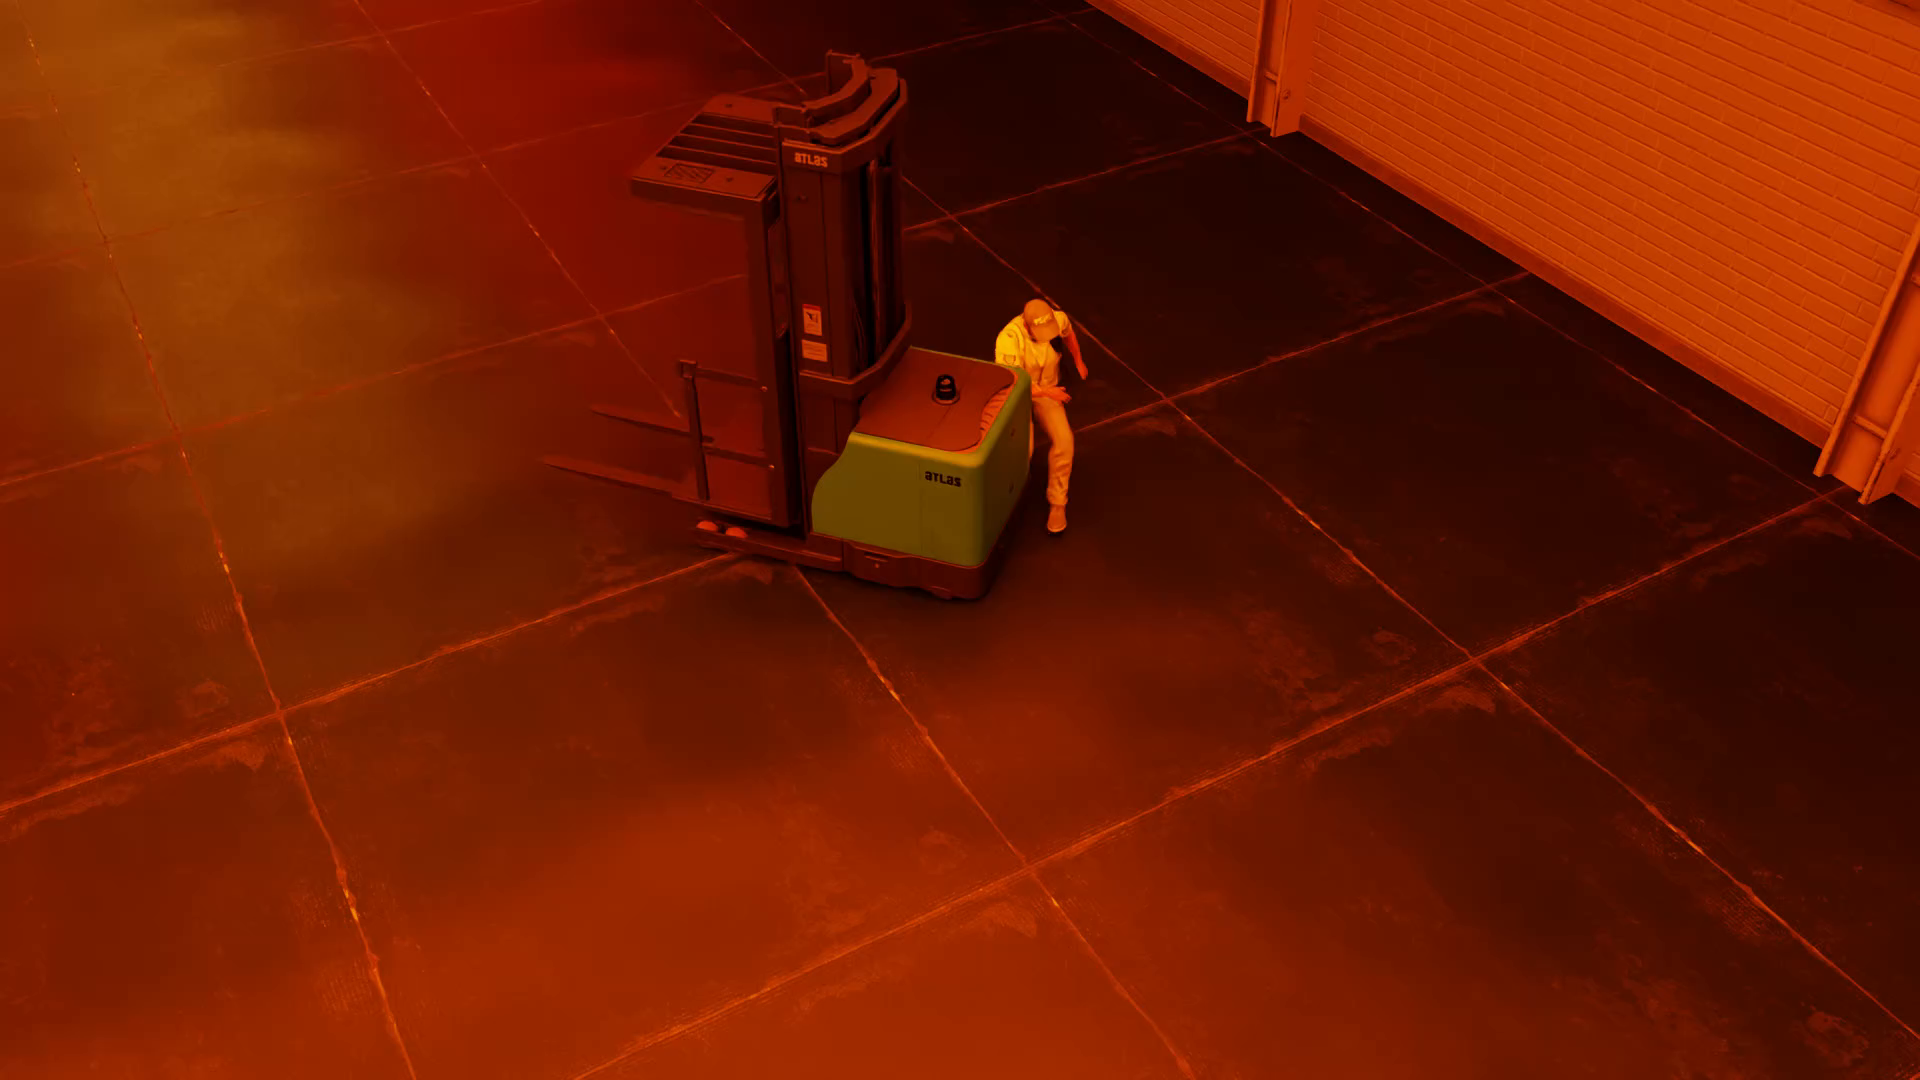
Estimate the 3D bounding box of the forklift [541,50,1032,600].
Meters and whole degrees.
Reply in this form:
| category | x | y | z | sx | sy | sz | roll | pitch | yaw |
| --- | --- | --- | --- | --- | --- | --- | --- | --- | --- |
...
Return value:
| category | x | y | z | sx | sy | sz | roll | pitch | yaw |
| --- | --- | --- | --- | --- | --- | --- | --- | --- | --- |
| forklift | -1.134 | -1.343 | 9.655 | 3.031 | 2.935 | 1.130 | 13 | 41 | 15 |

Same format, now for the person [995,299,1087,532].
| category | x | y | z | sx | sy | sz | roll | pitch | yaw |
| --- | --- | --- | --- | --- | --- | --- | --- | --- | --- |
| person | 0.551 | -0.833 | 10.307 | 0.870 | 1.444 | 0.906 | -17 | 43 | -20 |
